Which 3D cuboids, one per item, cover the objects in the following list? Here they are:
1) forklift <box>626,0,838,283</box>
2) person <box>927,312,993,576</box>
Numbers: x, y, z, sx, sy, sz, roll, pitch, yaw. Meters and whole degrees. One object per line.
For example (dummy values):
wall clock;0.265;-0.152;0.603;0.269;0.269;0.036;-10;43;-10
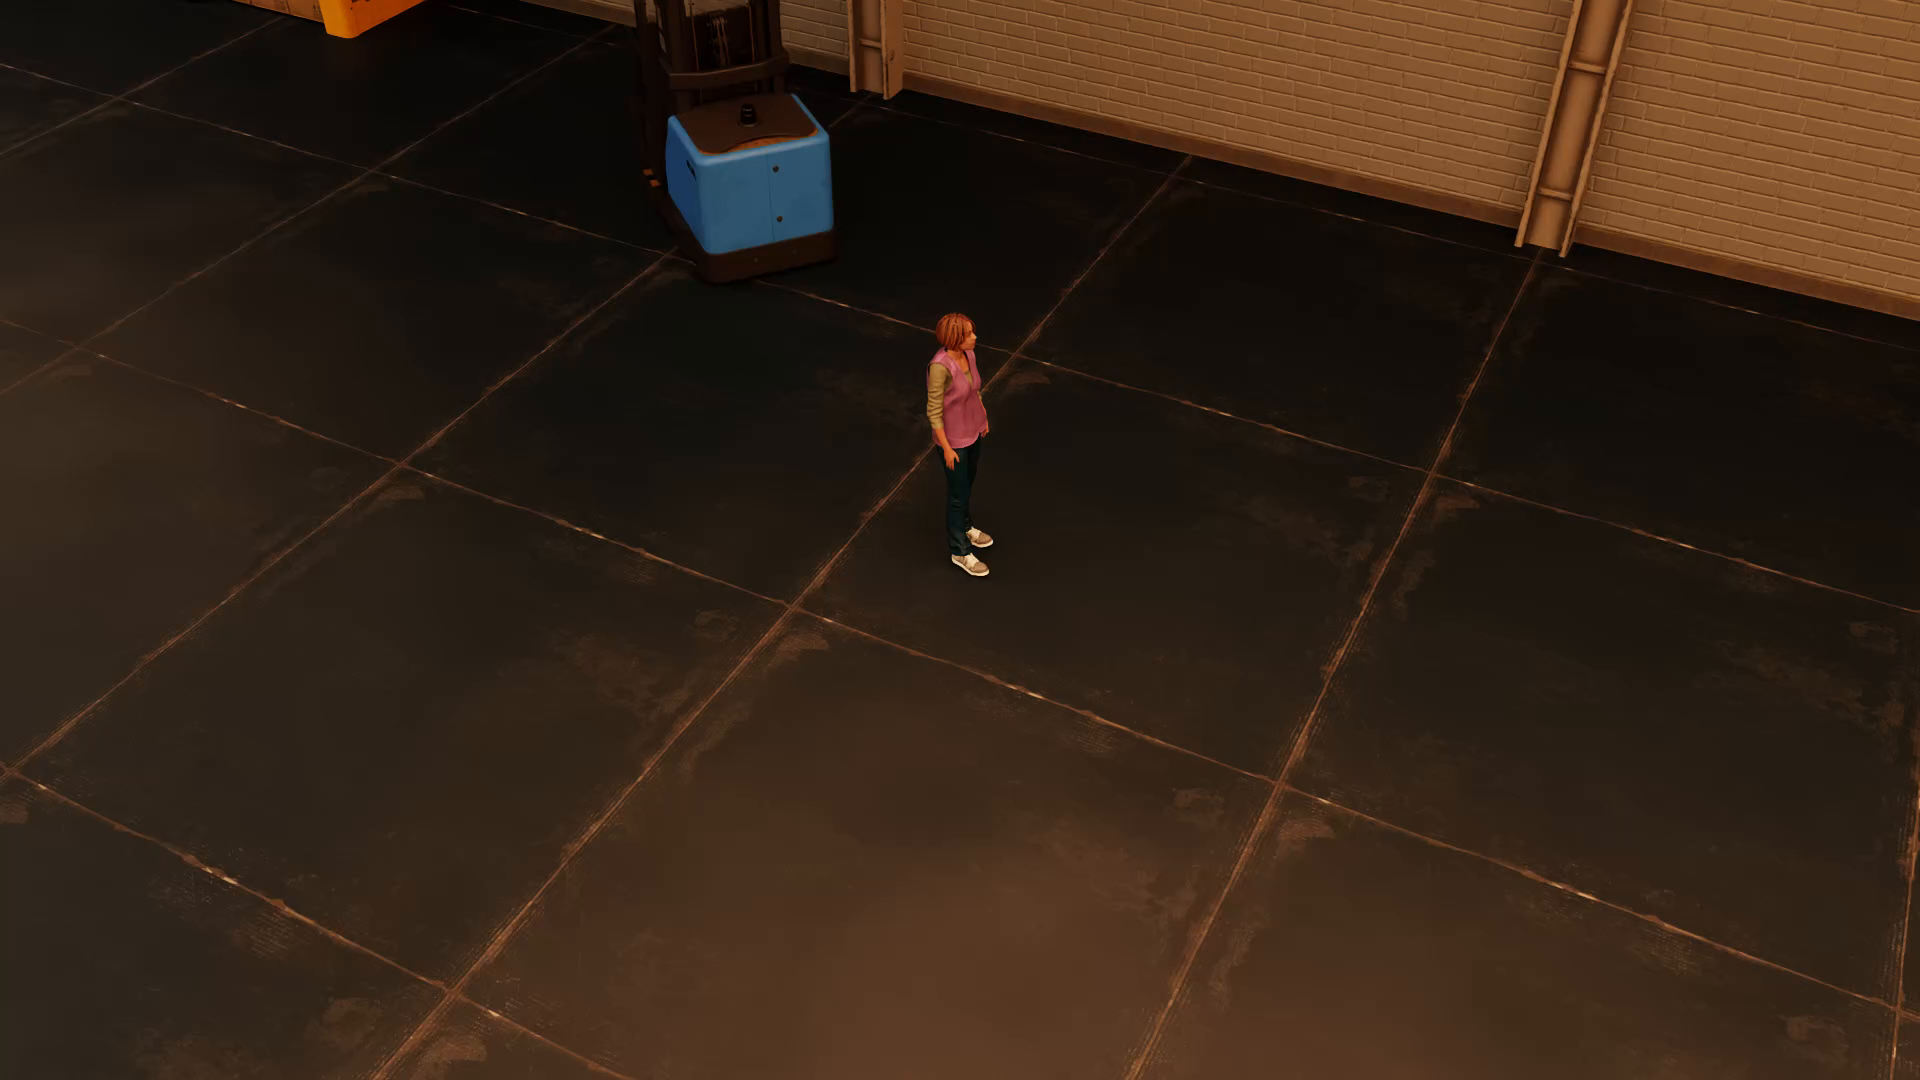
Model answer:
forklift;-1.988;-3.992;12.726;1.130;2.935;3.031;-16;43;-18
person;0.059;-0.587;9.707;0.476;1.597;0.520;18;43;21
